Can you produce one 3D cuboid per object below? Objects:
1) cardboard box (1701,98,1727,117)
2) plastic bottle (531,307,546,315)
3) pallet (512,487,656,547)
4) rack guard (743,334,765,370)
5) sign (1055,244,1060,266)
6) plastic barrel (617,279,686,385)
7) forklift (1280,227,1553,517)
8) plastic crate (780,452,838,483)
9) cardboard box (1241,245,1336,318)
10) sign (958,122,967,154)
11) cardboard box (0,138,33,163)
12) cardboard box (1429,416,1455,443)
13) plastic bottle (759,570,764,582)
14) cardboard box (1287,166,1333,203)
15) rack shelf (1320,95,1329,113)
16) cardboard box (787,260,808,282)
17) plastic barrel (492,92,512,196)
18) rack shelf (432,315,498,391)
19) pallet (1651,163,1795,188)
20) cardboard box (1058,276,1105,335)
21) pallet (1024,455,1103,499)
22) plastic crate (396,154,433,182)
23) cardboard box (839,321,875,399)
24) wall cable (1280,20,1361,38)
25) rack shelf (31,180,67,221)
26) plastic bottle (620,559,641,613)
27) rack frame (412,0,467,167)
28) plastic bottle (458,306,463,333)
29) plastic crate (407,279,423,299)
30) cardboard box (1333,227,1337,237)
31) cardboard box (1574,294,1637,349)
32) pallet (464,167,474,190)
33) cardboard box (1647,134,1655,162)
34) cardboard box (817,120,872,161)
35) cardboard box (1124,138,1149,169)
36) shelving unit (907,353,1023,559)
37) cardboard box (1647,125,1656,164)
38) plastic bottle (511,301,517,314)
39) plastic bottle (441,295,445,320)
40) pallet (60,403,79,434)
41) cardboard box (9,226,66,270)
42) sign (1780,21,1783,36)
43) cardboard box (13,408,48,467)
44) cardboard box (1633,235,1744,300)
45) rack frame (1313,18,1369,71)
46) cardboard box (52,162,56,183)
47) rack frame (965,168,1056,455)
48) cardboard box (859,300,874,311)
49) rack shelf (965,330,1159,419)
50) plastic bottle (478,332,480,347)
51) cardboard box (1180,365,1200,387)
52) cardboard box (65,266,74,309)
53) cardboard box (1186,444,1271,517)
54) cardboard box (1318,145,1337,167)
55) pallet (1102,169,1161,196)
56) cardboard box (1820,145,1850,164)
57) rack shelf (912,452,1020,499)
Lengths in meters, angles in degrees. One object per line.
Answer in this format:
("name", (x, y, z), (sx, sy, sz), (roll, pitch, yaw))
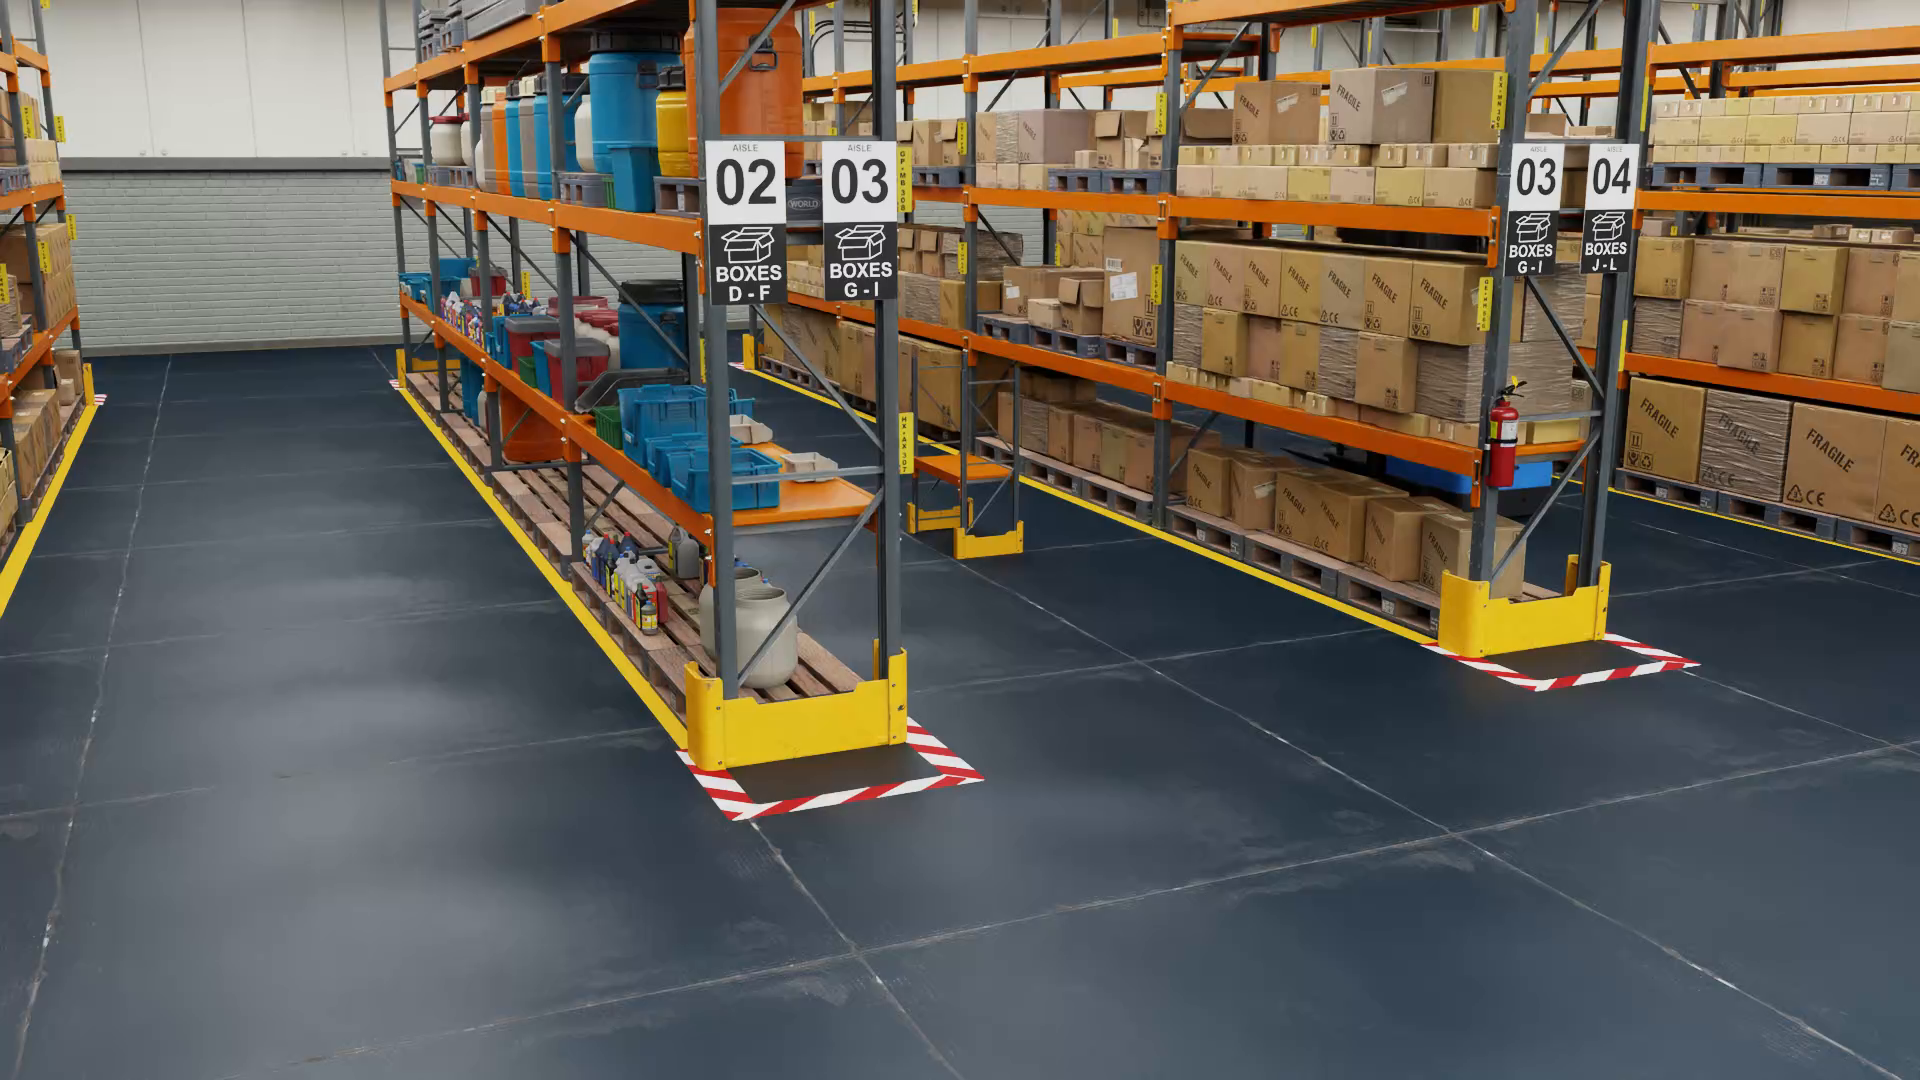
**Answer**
("cardboard box", (6.760, -3.799, 14.617), (0.380, 0.149, 0.250), (-6, 14, -23))
("plastic bottle", (-4.437, -2.326, 17.543), (0.152, 0.276, 0.135), (-6, 14, -23))
("pallet", (-3.245, -0.208, 14.299), (1.003, 0.211, 1.213), (-6, 14, -23))
("rack guard", (-2.681, -2.869, 25.156), (1.175, 0.500, 0.348), (-6, 14, -23))
("sign", (1.027, -3.005, 17.810), (0.100, 0.325, 0.005), (-6, 14, -23))
("plastic barrel", (-2.280, -1.506, 12.615), (0.600, 0.901, 0.708), (-6, 14, -23))
("forklift", (4.160, -1.870, 15.450), (1.130, 2.935, 3.031), (-5, 14, -22))
("plastic crate", (-0.864, -0.414, 9.592), (0.298, 0.136, 0.250), (-6, 14, -23))
("cardboard box", (2.485, -1.961, 12.590), (0.500, 0.500, 0.500), (-6, 14, -23))
("sign", (0.022, -4.132, 17.097), (0.100, 0.325, 0.005), (-6, 14, -23))
("cardboard box", (-10.114, -4.116, 17.573), (0.500, 0.250, 0.500), (-6, 14, -23))
("cardboard box", (3.335, -0.746, 10.996), (0.380, 0.149, 0.250), (-6, 14, -23))
("plastic bottle", (-1.315, 0.329, 10.844), (0.061, 0.283, 0.133), (-5, 14, -22))
("cardboard box", (2.706, -2.554, 11.933), (0.500, 0.250, 0.500), (-6, 14, -24))
("rack shelf", (7.210, -6.941, 26.385), (1.077, 0.370, 4.000), (-6, 14, -23))
("cardboard box", (-2.100, -3.712, 22.928), (0.500, 0.250, 0.500), (-6, 14, -24))
("plastic barrel", (-3.613, -3.328, 13.991), (0.600, 0.830, 0.708), (-6, 14, -23))
("rack shelf", (-4.806, -2.044, 17.645), (1.077, 0.370, 4.000), (-6, 14, -23))
("pallet", (7.039, -3.278, 14.924), (1.003, 0.211, 1.213), (-6, 14, -23))
("cardboard box", (1.357, -2.207, 15.594), (0.797, 0.503, 0.637), (-4, 14, -17))
("pallet", (1.330, -0.657, 16.241), (1.003, 0.211, 1.213), (-6, 14, -23))
("plastic crate", (-6.849, -4.725, 21.118), (0.504, 0.338, 0.767), (-6, 14, -23))
("cardboard box", (-0.794, -2.294, 20.911), (1.225, 0.875, 0.875), (-6, 14, -23))
("wall cable", (7.130, -9.379, 34.352), (2.988, 3.039, 0.133), (-6, 14, -23))
("rack shelf", (-10.948, -3.885, 18.948), (1.077, 0.370, 4.000), (-6, 14, -23))
("plastic bottle", (-2.139, 0.291, 10.861), (0.144, 0.351, 0.185), (-5, 14, -21))
("rack frame", (-5.607, -5.731, 18.673), (1.000, 3.000, 0.127), (-6, 14, -23))
("plastic bottle", (-5.247, -2.329, 17.568), (0.097, 0.271, 0.097), (0, 13, 0))
("plastic crate", (-6.885, -3.229, 21.408), (0.416, 0.233, 0.300), (-6, 14, -23))
("cardboard box", (6.554, -5.282, 27.598), (0.500, 0.500, 0.500), (-6, 14, -24))
("cardboard box", (6.267, -2.162, 16.337), (0.500, 0.500, 0.500), (-6, 14, -23))
("pallet", (-4.222, -3.518, 16.183), (1.003, 0.211, 1.213), (-6, 14, -23))
("cardboard box", (6.708, -3.826, 16.241), (0.258, 0.266, 0.396), (-6, 14, -24))
("cardboard box", (-1.437, -5.175, 21.550), (0.700, 0.500, 0.500), (-7, 15, -26))
("cardboard box", (1.668, -3.388, 14.571), (0.396, 0.266, 0.258), (-5, 14, -21))
("shelving unit", (0.031, -0.715, 13.633), (0.587, 1.500, 1.083), (-6, 14, -23))
("cardboard box", (9.324, -5.104, 21.460), (0.797, 0.503, 0.637), (-7, 15, -26))
("plastic bottle", (-4.858, -2.470, 18.177), (0.097, 0.271, 0.097), (0, 13, 0))
("plastic bottle", (-5.851, -2.637, 18.869), (0.061, 0.283, 0.133), (-6, 14, -23))
("pallet", (-10.914, -1.397, 19.438), (1.003, 0.211, 1.213), (-6, 14, -23))
("cardboard box", (-10.904, -3.445, 19.665), (0.500, 0.500, 0.500), (-5, 14, -21))
("sign", (13.064, -8.106, 26.513), (0.100, 0.325, 0.005), (-6, 14, -23))
("cardboard box", (-9.090, -0.970, 15.978), (0.500, 0.500, 0.500), (-6, 14, -25))
("cardboard box", (6.837, -2.549, 15.505), (0.875, 0.550, 0.550), (-6, 14, -23))
("rack frame", (6.409, -7.900, 28.044), (1.000, 3.000, 0.127), (-6, 14, -23))
("cardboard box", (-11.112, -4.389, 19.863), (0.500, 0.250, 0.500), (-6, 14, -23))
("rack frame", (0.533, -2.429, 17.712), (1.000, 3.000, 0.127), (-6, 14, -23))
("cardboard box", (-0.911, -3.083, 20.315), (0.500, 0.500, 0.500), (-6, 14, -23))
("rack shelf", (1.335, -1.665, 16.008), (1.077, 0.370, 4.000), (-6, 14, -23))
("plastic bottle", (-4.680, -2.003, 16.312), (0.097, 0.201, 0.097), (0, 13, 0))
("cardboard box", (2.034, -1.356, 13.632), (0.380, 0.149, 0.250), (-6, 14, -23))
("cardboard box", (-11.110, -3.062, 20.224), (0.500, 0.500, 0.500), (-5, 14, -22))
("cardboard box", (2.259, -0.503, 14.003), (0.500, 0.500, 0.500), (-6, 14, -25))
("cardboard box", (2.759, -2.718, 11.757), (0.380, 0.149, 0.250), (-6, 15, -26))
("pallet", (1.986, -3.109, 14.417), (1.213, 0.211, 1.003), (-6, 14, -23))
("cardboard box", (7.269, -3.149, 13.574), (0.380, 0.149, 0.250), (-5, 14, -22))
("rack shelf", (0.034, -0.538, 13.665), (0.538, 0.185, 1.000), (-6, 14, -23))
